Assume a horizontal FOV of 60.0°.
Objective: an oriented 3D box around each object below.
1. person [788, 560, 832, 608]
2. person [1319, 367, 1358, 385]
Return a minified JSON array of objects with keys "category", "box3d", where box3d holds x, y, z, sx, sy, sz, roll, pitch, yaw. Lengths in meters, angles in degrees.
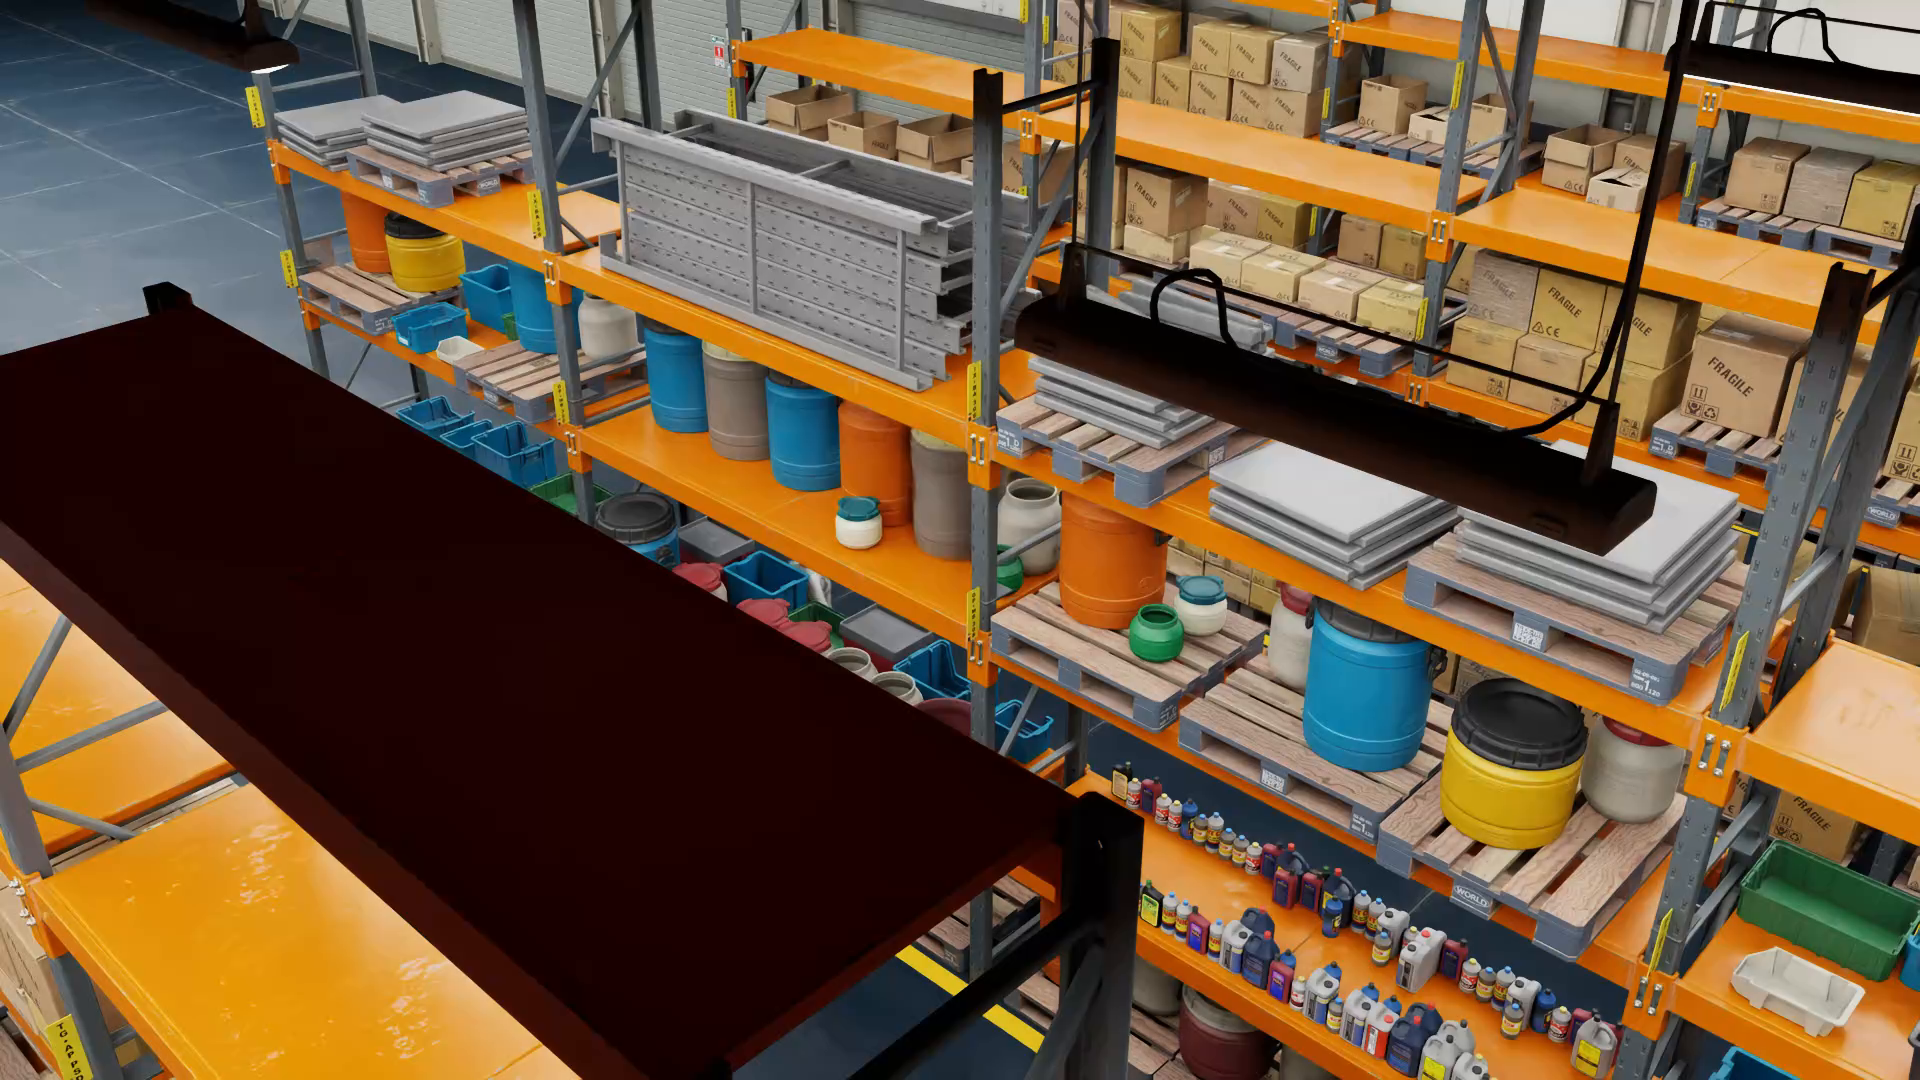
[{"category":"person","box3d":[-1.133,0.604,13.111,0.726,1.474,0.429,-11,31,-19]},{"category":"person","box3d":[3.893,-1.671,17.419,0.946,1.712,0.558,9,31,15]}]
